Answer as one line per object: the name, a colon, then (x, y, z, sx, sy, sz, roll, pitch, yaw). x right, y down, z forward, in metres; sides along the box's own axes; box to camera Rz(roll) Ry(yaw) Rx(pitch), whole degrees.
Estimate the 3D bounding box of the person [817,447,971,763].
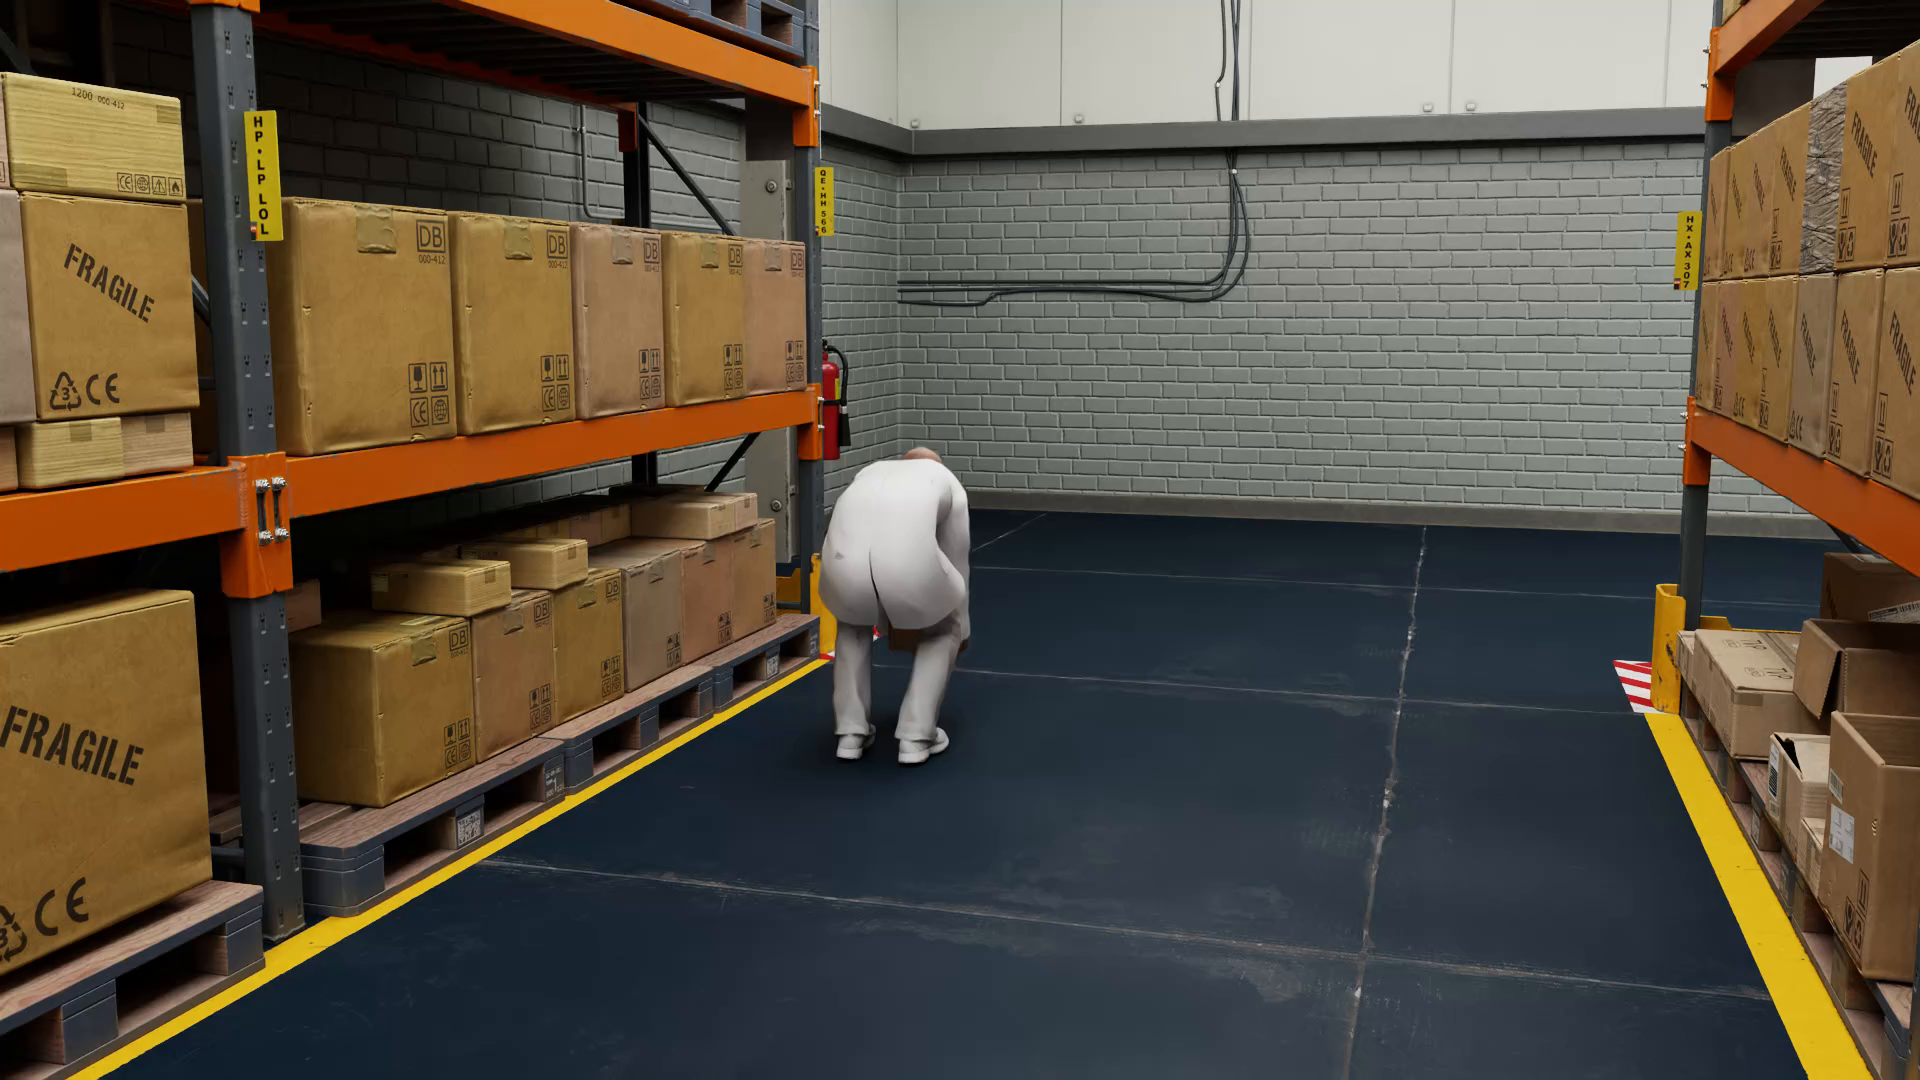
person: (-0.225, 0.234, 6.509, 0.586, 1.136, 0.938, 2, 8, 13)
